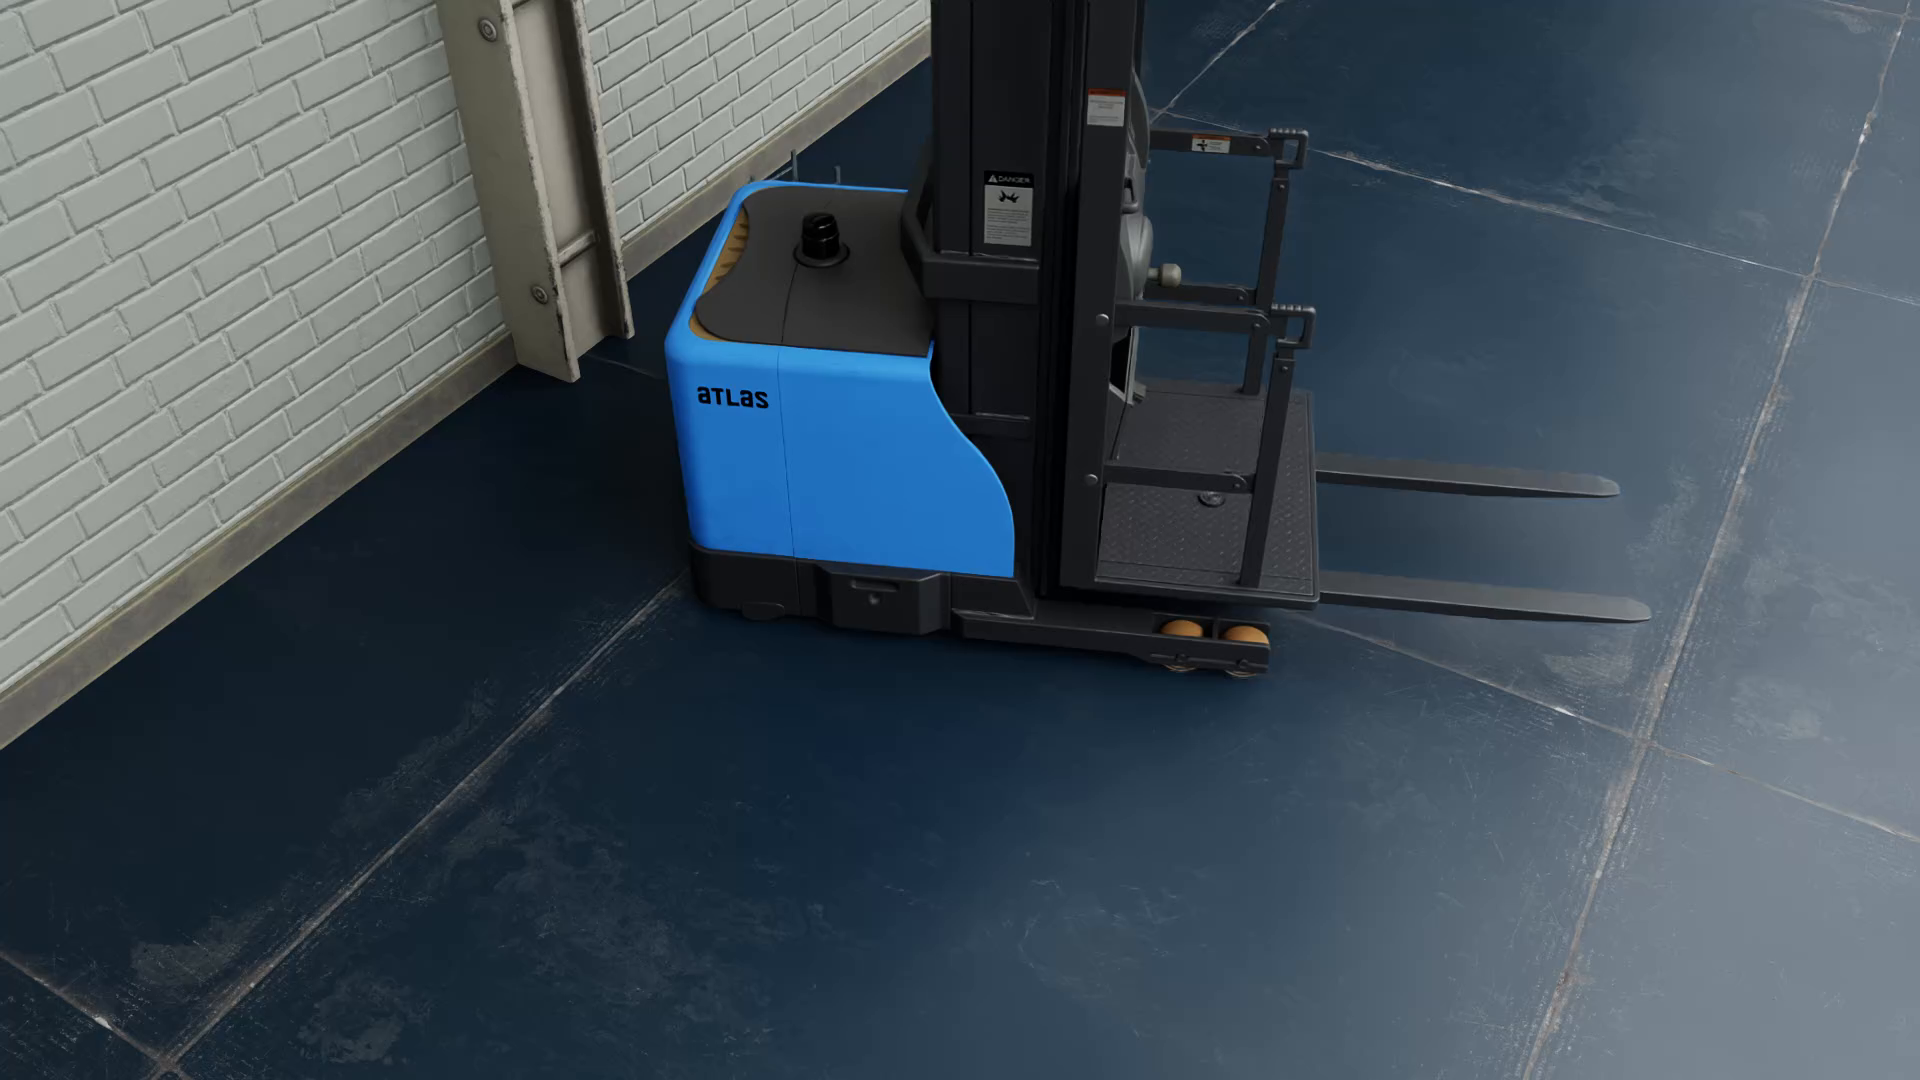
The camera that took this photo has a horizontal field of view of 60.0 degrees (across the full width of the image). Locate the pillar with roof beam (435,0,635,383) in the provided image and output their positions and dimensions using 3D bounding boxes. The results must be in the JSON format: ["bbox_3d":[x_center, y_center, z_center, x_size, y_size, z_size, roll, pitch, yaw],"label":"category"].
[{"bbox_3d":[2.191,-2.725,2.035,9.100,9.000,0.400,21,45,22],"label":"pillar with roof beam"}]

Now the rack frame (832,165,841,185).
[{"bbox_3d":[-0.500,-0.927,6.121,0.006,0.900,0.240,26,47,26],"label":"rack frame"}]

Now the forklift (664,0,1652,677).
[{"bbox_3d":[0.683,-1.043,4.717,3.031,2.935,1.130,5,42,6],"label":"forklift"}]

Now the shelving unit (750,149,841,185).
[{"bbox_3d":[-0.582,-0.966,6.166,0.210,0.900,0.258,26,47,26],"label":"shelving unit"}]

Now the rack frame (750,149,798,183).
[{"bbox_3d":[-0.664,-1.006,6.211,0.006,0.900,0.240,26,47,26],"label":"rack frame"}]
